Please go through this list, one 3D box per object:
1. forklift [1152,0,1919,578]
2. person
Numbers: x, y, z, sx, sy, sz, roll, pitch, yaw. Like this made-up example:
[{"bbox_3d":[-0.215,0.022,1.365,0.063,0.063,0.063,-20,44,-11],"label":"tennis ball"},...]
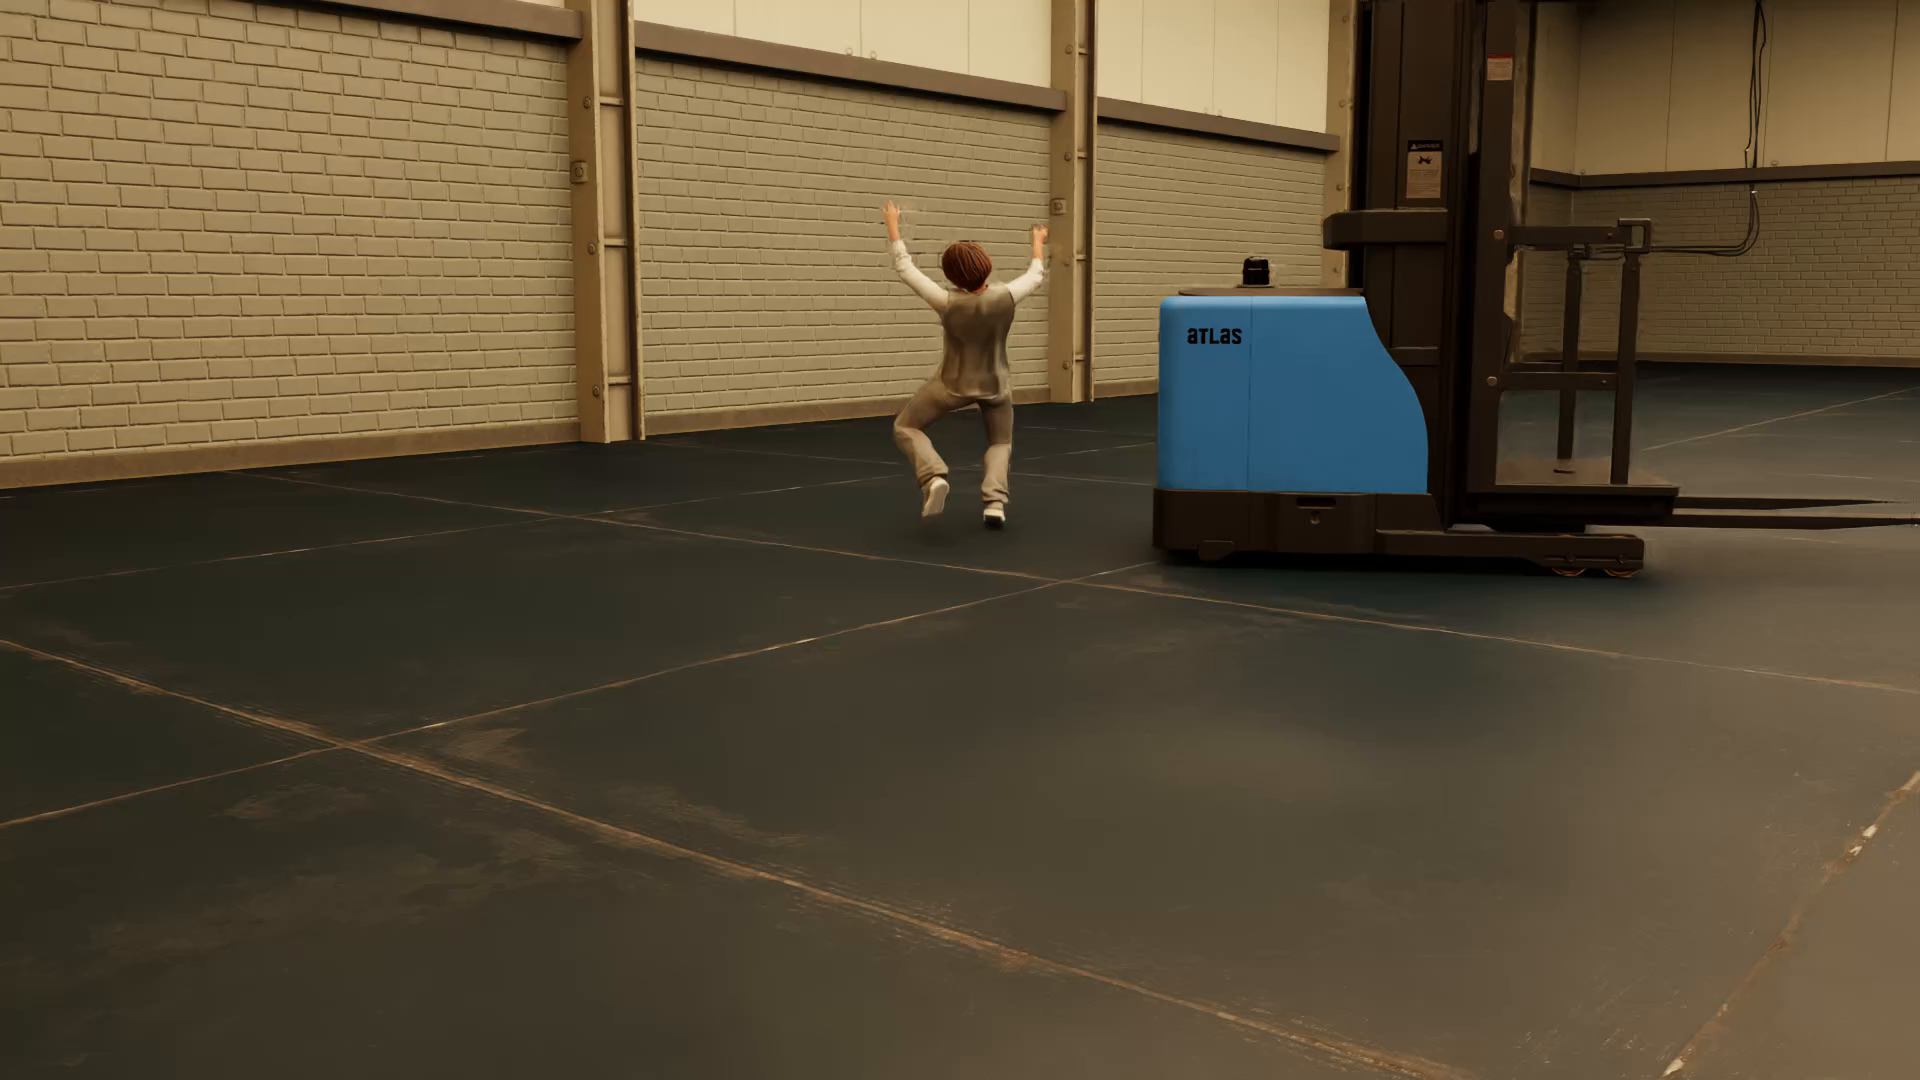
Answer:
[{"bbox_3d":[2.342,-1.386,6.753,3.031,2.935,1.130,1,8,8],"label":"forklift"},{"bbox_3d":[0.082,-0.820,7.737,0.844,1.506,0.632,-2,9,-14],"label":"person"}]
